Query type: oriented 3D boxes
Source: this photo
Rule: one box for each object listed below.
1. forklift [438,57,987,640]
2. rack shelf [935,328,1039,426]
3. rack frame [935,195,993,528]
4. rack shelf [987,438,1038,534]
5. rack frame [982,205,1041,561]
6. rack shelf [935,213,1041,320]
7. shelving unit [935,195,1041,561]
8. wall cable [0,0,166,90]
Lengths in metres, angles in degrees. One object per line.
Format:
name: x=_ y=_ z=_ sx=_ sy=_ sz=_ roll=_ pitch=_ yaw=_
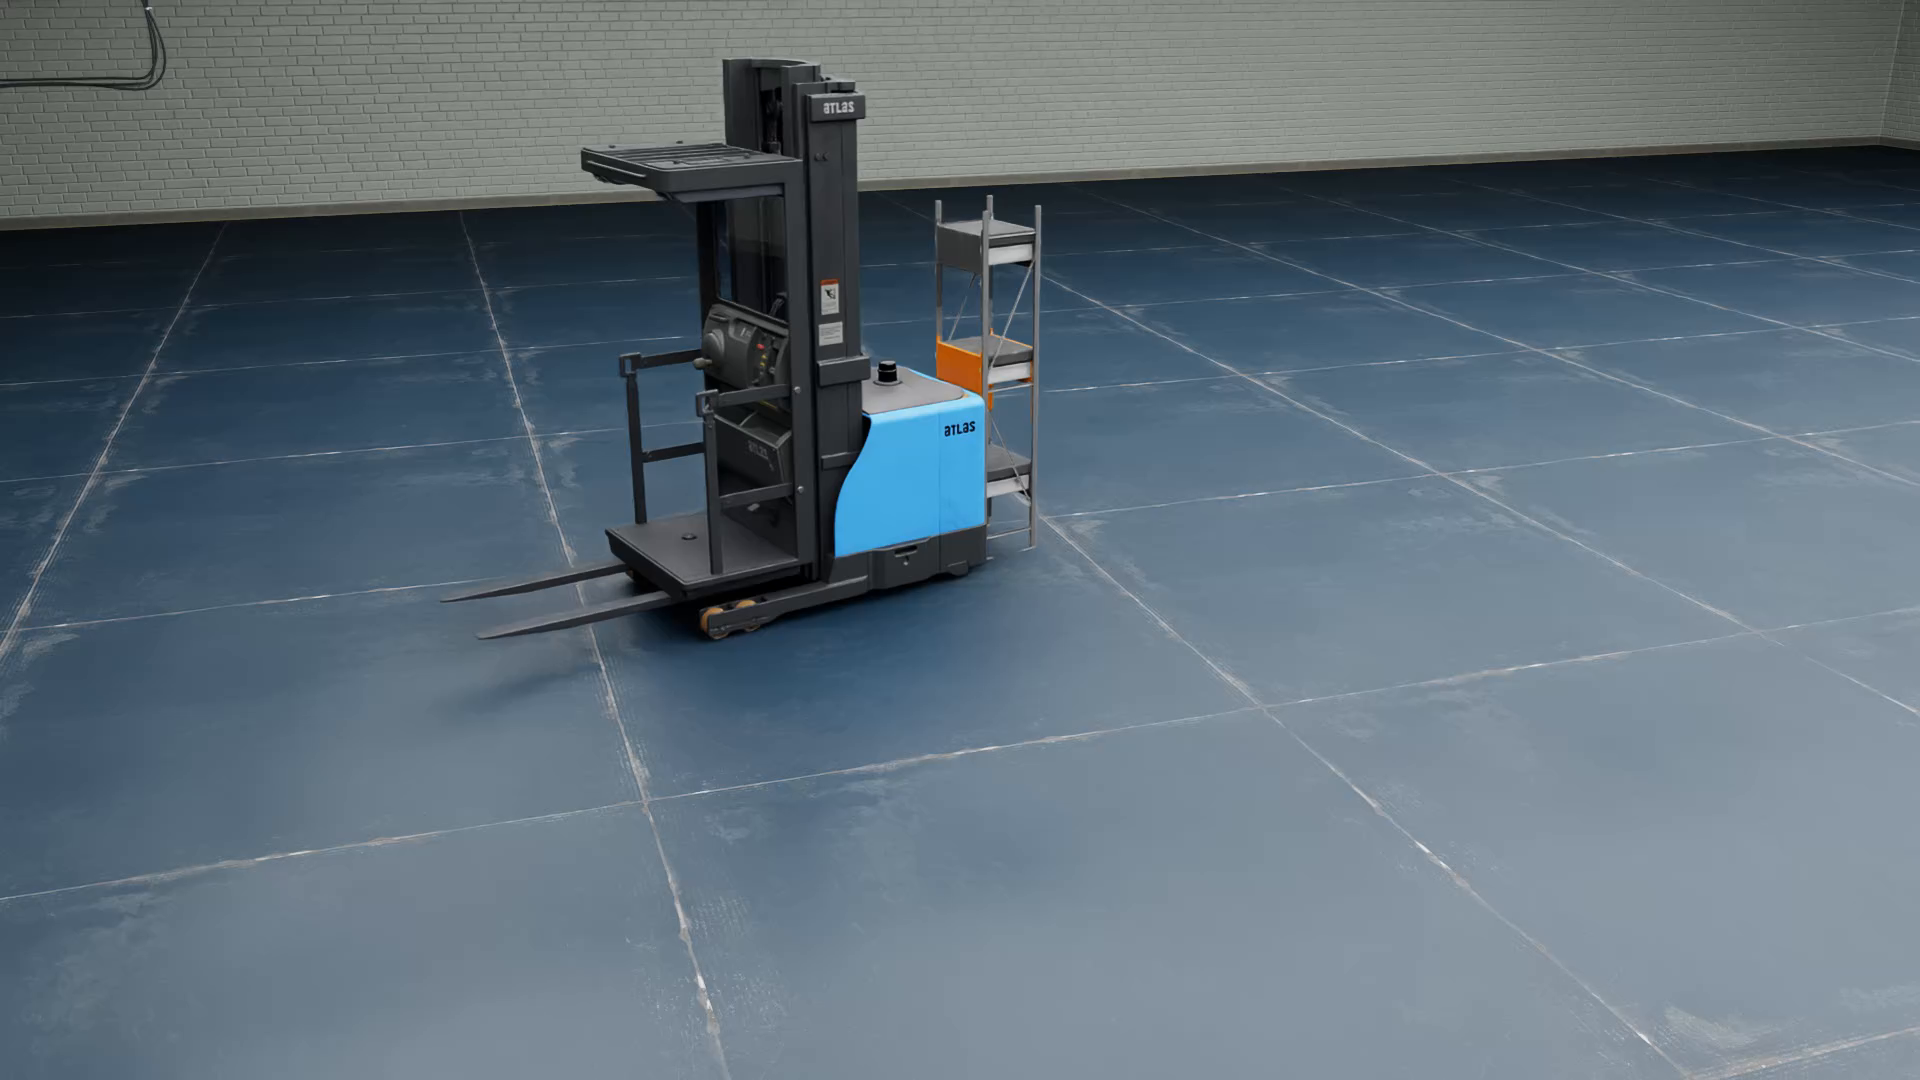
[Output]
forklift: x=-1.351 y=-1.051 z=9.006 sx=3.031 sy=2.935 sz=1.130 roll=-13 pitch=23 yaw=-32
rack shelf: x=0.161 y=-0.953 z=10.005 sx=0.431 sy=0.518 sz=0.480 roll=-13 pitch=23 yaw=-32
rack frame: x=0.025 y=-1.035 z=10.191 sx=0.400 sy=2.100 sz=0.015 roll=-13 pitch=23 yaw=-32
rack shelf: x=0.161 y=-0.295 z=10.242 sx=0.431 sy=0.518 sz=0.480 roll=-13 pitch=23 yaw=-32
rack frame: x=0.297 y=-0.898 z=9.810 sx=0.400 sy=2.100 sz=0.015 roll=-13 pitch=23 yaw=-32
rack shelf: x=0.161 y=-1.612 z=9.768 sx=0.431 sy=0.518 sz=0.480 roll=-13 pitch=23 yaw=-32
shelving unit: x=0.161 y=-0.966 z=10.000 sx=0.431 sy=2.100 sz=0.503 roll=-13 pitch=23 yaw=-32
wall cable: x=-11.754 y=-6.864 z=20.809 sx=3.097 sy=2.526 sz=0.112 roll=-6 pitch=21 yaw=-17
